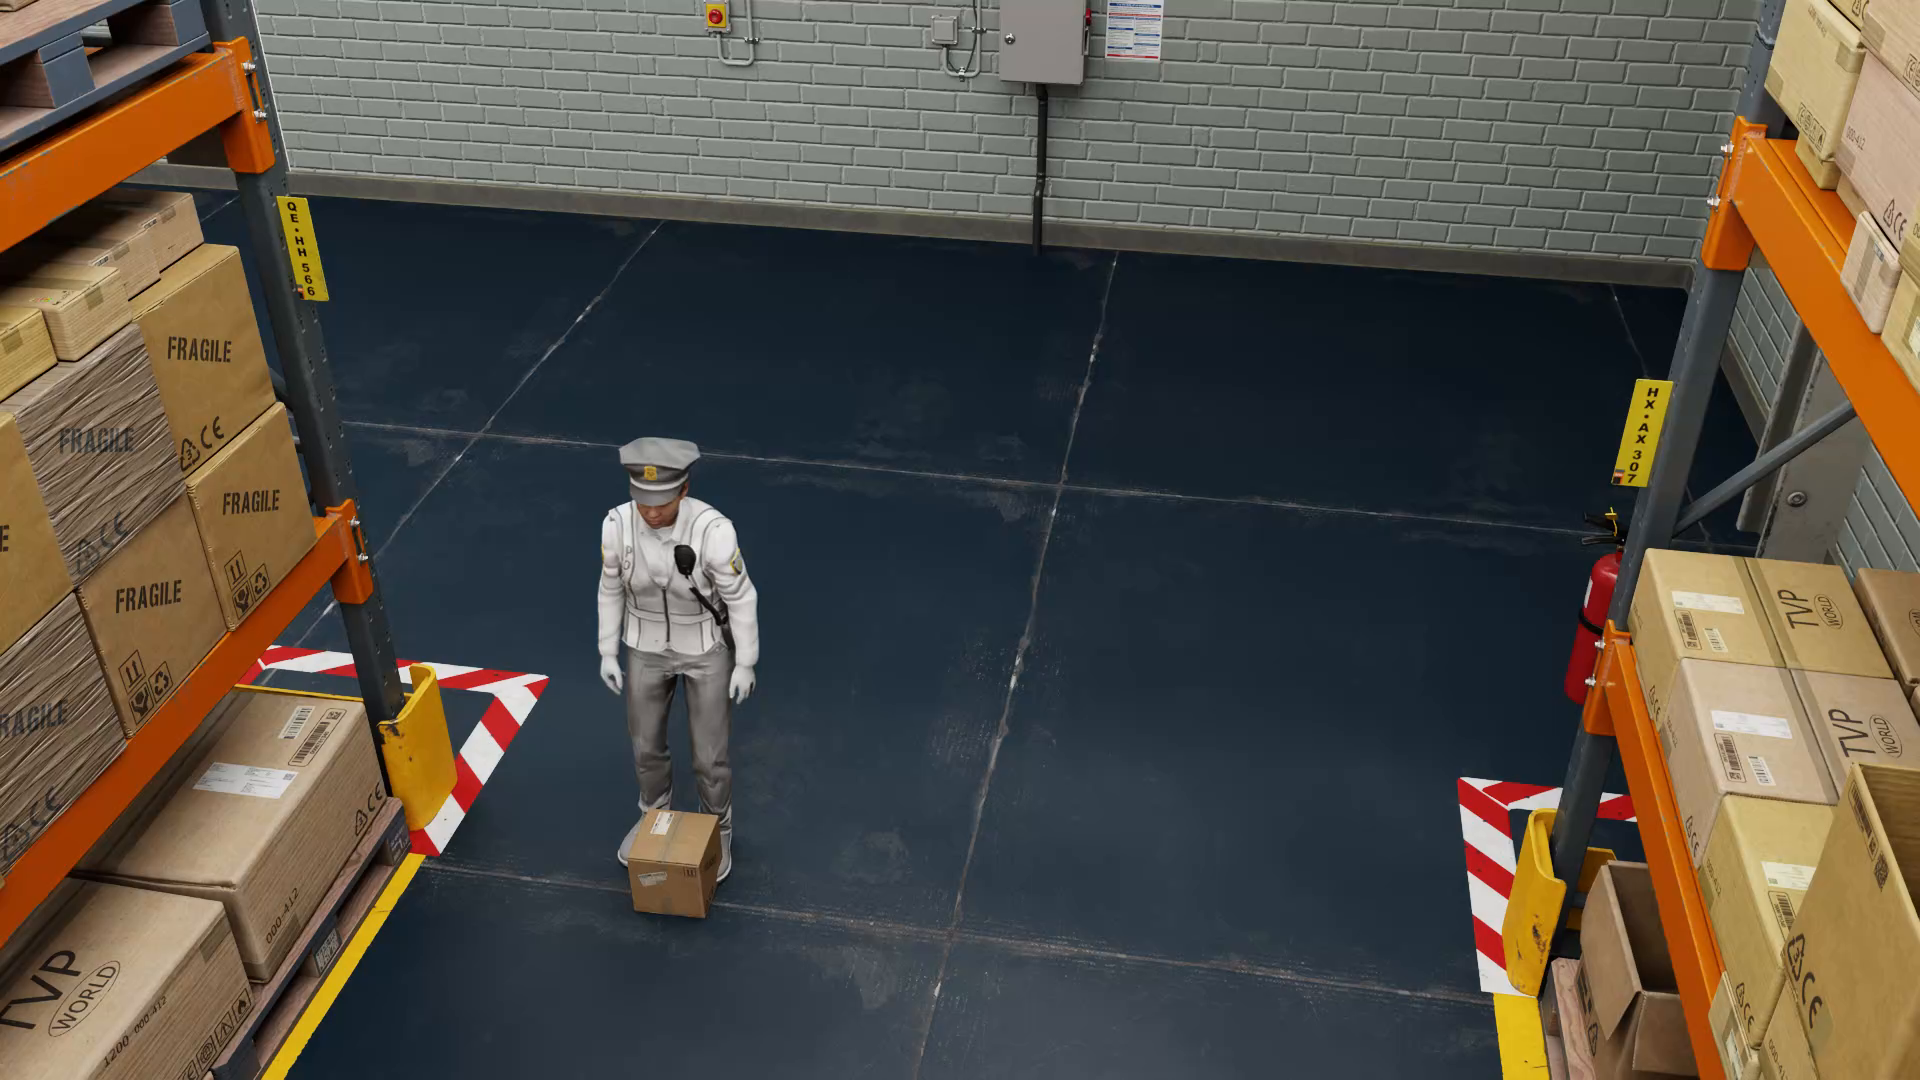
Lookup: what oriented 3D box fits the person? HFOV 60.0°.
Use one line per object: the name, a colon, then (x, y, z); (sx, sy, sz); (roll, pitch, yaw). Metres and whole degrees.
person: (-0.934, 0.396, 5.512); (0.545, 1.667, 0.407); (4, 33, 6)
